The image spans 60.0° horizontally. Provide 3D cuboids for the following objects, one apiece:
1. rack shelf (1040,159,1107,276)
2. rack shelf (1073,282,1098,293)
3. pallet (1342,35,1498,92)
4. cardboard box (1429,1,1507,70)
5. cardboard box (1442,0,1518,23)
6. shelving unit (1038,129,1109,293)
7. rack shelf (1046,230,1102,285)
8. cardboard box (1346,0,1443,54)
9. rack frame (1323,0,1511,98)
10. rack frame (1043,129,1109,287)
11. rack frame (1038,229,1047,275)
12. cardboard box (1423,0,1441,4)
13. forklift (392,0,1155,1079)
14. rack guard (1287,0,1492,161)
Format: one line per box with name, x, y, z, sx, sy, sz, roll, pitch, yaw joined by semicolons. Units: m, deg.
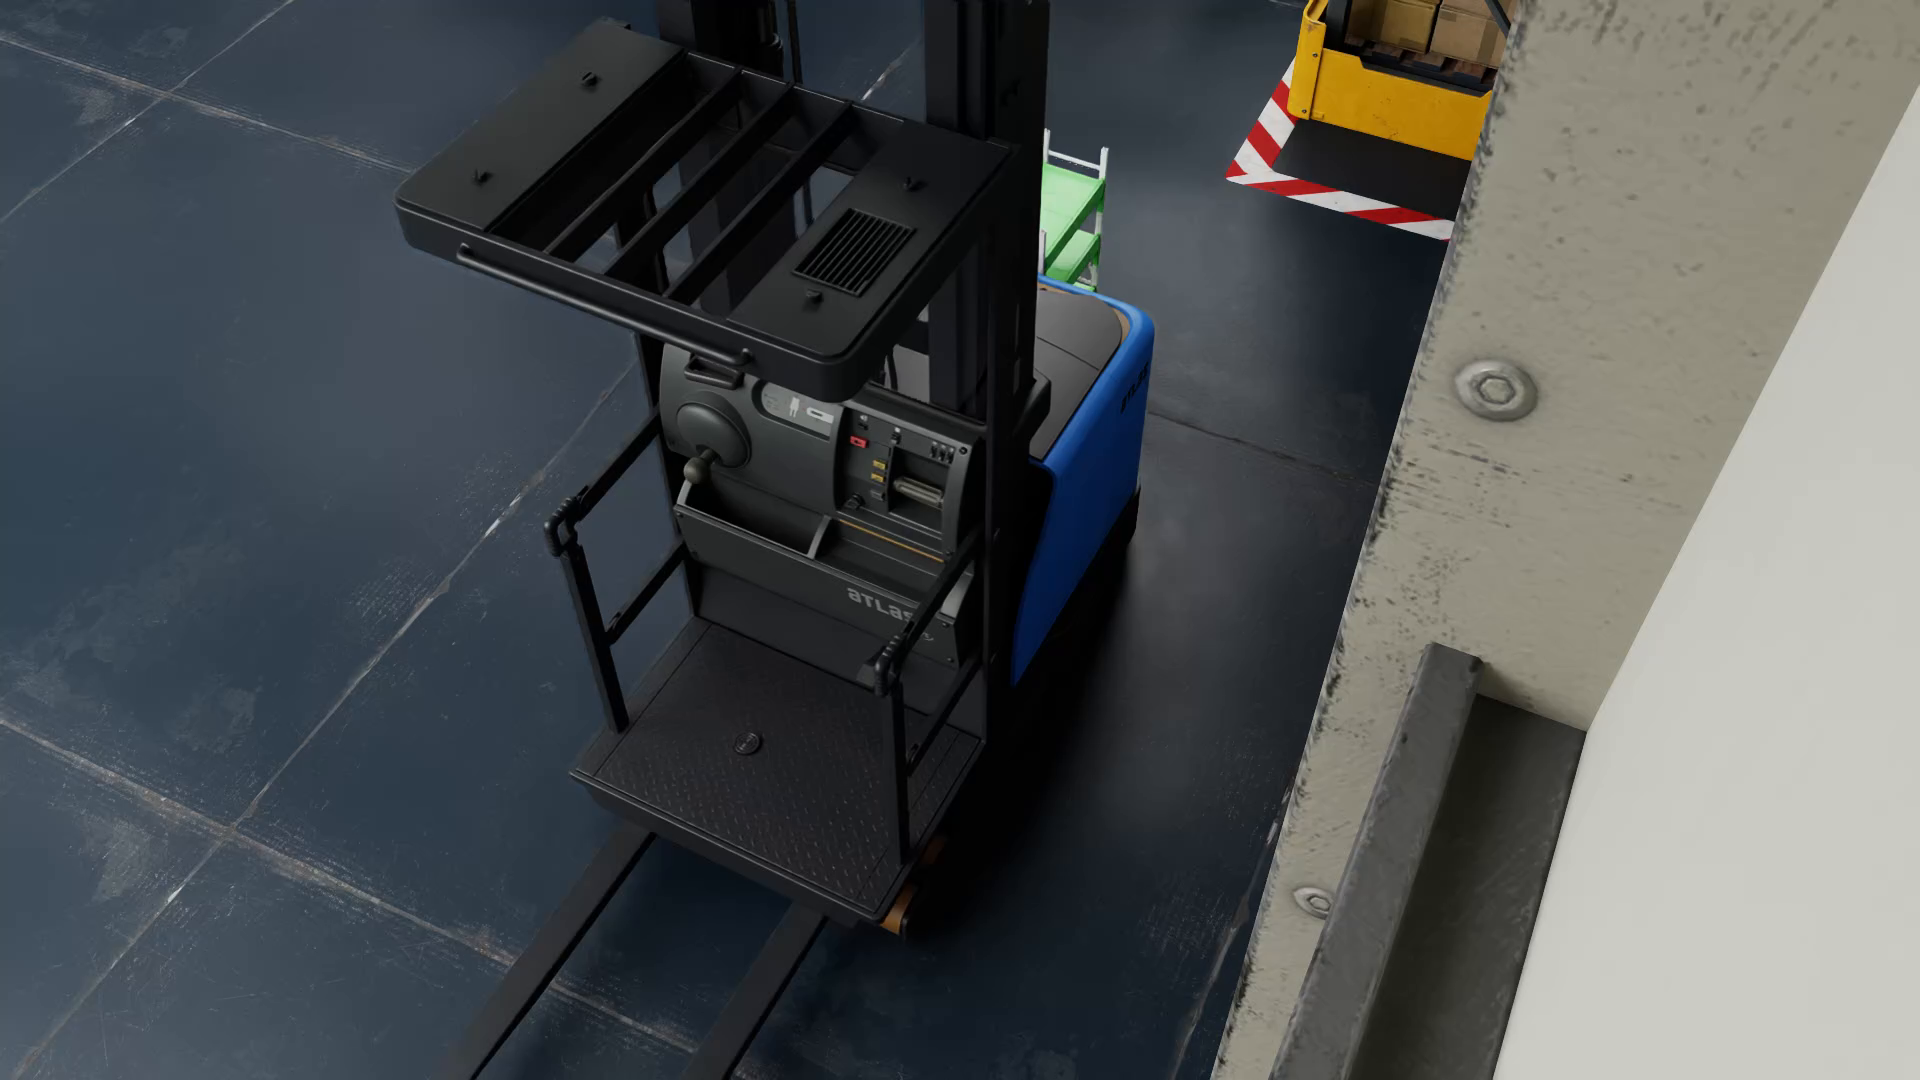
rack shelf;0.281;-1.078;5.662;0.258;0.148;0.480;22;53;17
rack shelf;0.281;-0.767;6.028;0.258;0.148;0.480;22;53;17
pallet;2.412;-2.551;8.111;1.003;0.211;1.213;20;52;16
cardboard box;2.510;-2.434;7.710;0.500;0.250;0.500;20;52;16
cardboard box;2.512;-2.577;7.504;0.500;0.250;0.500;21;53;17
shelving unit;0.281;-0.809;5.979;0.258;1.200;0.503;22;53;17
rack shelf;0.281;-0.923;5.845;0.258;0.148;0.480;22;53;17
cardboard box;2.039;-2.585;7.839;0.500;0.250;0.500;20;53;16
rack frame;2.123;-2.914;6.589;1.000;3.000;0.127;20;52;16
rack frame;0.394;-0.973;6.120;0.240;1.200;0.015;22;53;17
rack frame;0.169;-0.644;5.839;0.240;1.200;0.015;22;53;17
cardboard box;2.049;-2.758;7.658;0.500;0.250;0.500;19;52;16
forklift;-0.490;-0.152;4.284;1.130;2.935;3.031;22;53;17
rack guard;2.113;-2.087;7.527;1.175;0.500;0.348;20;52;16
